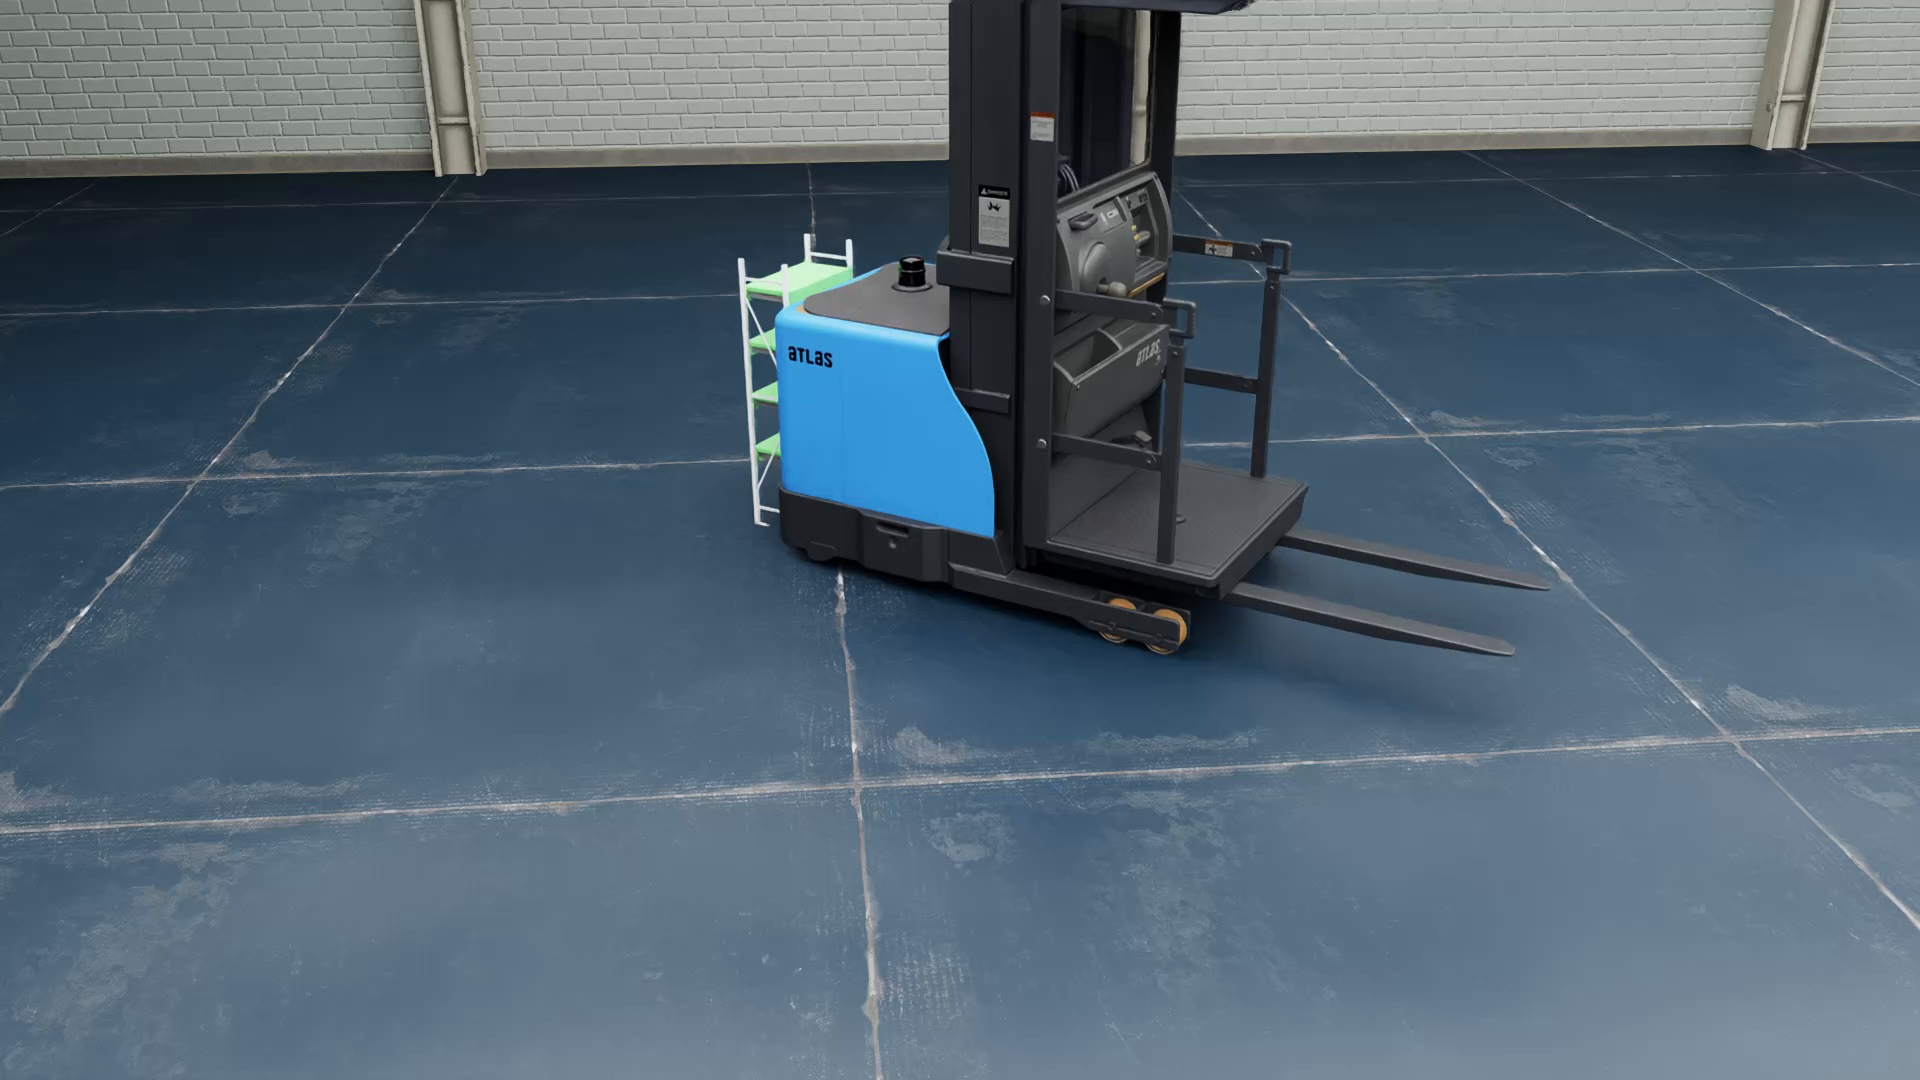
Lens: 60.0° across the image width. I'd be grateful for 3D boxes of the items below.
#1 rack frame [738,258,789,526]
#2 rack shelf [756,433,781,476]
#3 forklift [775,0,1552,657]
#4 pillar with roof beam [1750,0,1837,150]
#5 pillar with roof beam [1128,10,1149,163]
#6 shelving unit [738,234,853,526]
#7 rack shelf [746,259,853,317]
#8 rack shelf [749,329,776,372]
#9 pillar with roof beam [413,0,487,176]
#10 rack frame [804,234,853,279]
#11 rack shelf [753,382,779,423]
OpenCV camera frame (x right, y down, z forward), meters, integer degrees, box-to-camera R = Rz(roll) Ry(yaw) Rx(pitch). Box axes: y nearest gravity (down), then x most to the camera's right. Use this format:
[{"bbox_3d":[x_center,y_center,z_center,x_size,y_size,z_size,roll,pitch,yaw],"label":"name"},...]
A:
[{"bbox_3d":[-0.811,-0.602,7.123,0.240,1.200,0.015,12,27,27],"label":"rack frame"},{"bbox_3d":[-0.688,-0.410,7.439,0.258,0.148,0.480,12,27,27],"label":"rack shelf"},{"bbox_3d":[0.773,-1.154,6.239,3.031,2.935,1.130,13,27,27],"label":"forklift"},{"bbox_3d":[8.043,-6.041,9.763,0.400,9.000,9.100,-2,24,-5],"label":"pillar with roof beam"},{"bbox_3d":[2.072,-5.802,9.224,0.400,9.000,9.100,-2,24,-5],"label":"pillar with roof beam"},{"bbox_3d":[-0.691,-0.688,7.317,0.258,1.200,0.503,12,27,27],"label":"shelving unit"},{"bbox_3d":[-0.696,-1.070,7.151,0.258,0.148,0.480,12,27,27],"label":"rack shelf"},{"bbox_3d":[-0.693,-0.850,7.247,0.258,0.148,0.480,12,27,27],"label":"rack shelf"},{"bbox_3d":[-3.899,-5.562,8.685,0.400,9.000,9.100,-2,24,-5],"label":"pillar with roof beam"},{"bbox_3d":[-0.572,-0.775,7.512,0.240,1.200,0.015,12,27,27],"label":"rack frame"},{"bbox_3d":[-0.691,-0.630,7.343,0.258,0.148,0.480,12,27,27],"label":"rack shelf"}]
